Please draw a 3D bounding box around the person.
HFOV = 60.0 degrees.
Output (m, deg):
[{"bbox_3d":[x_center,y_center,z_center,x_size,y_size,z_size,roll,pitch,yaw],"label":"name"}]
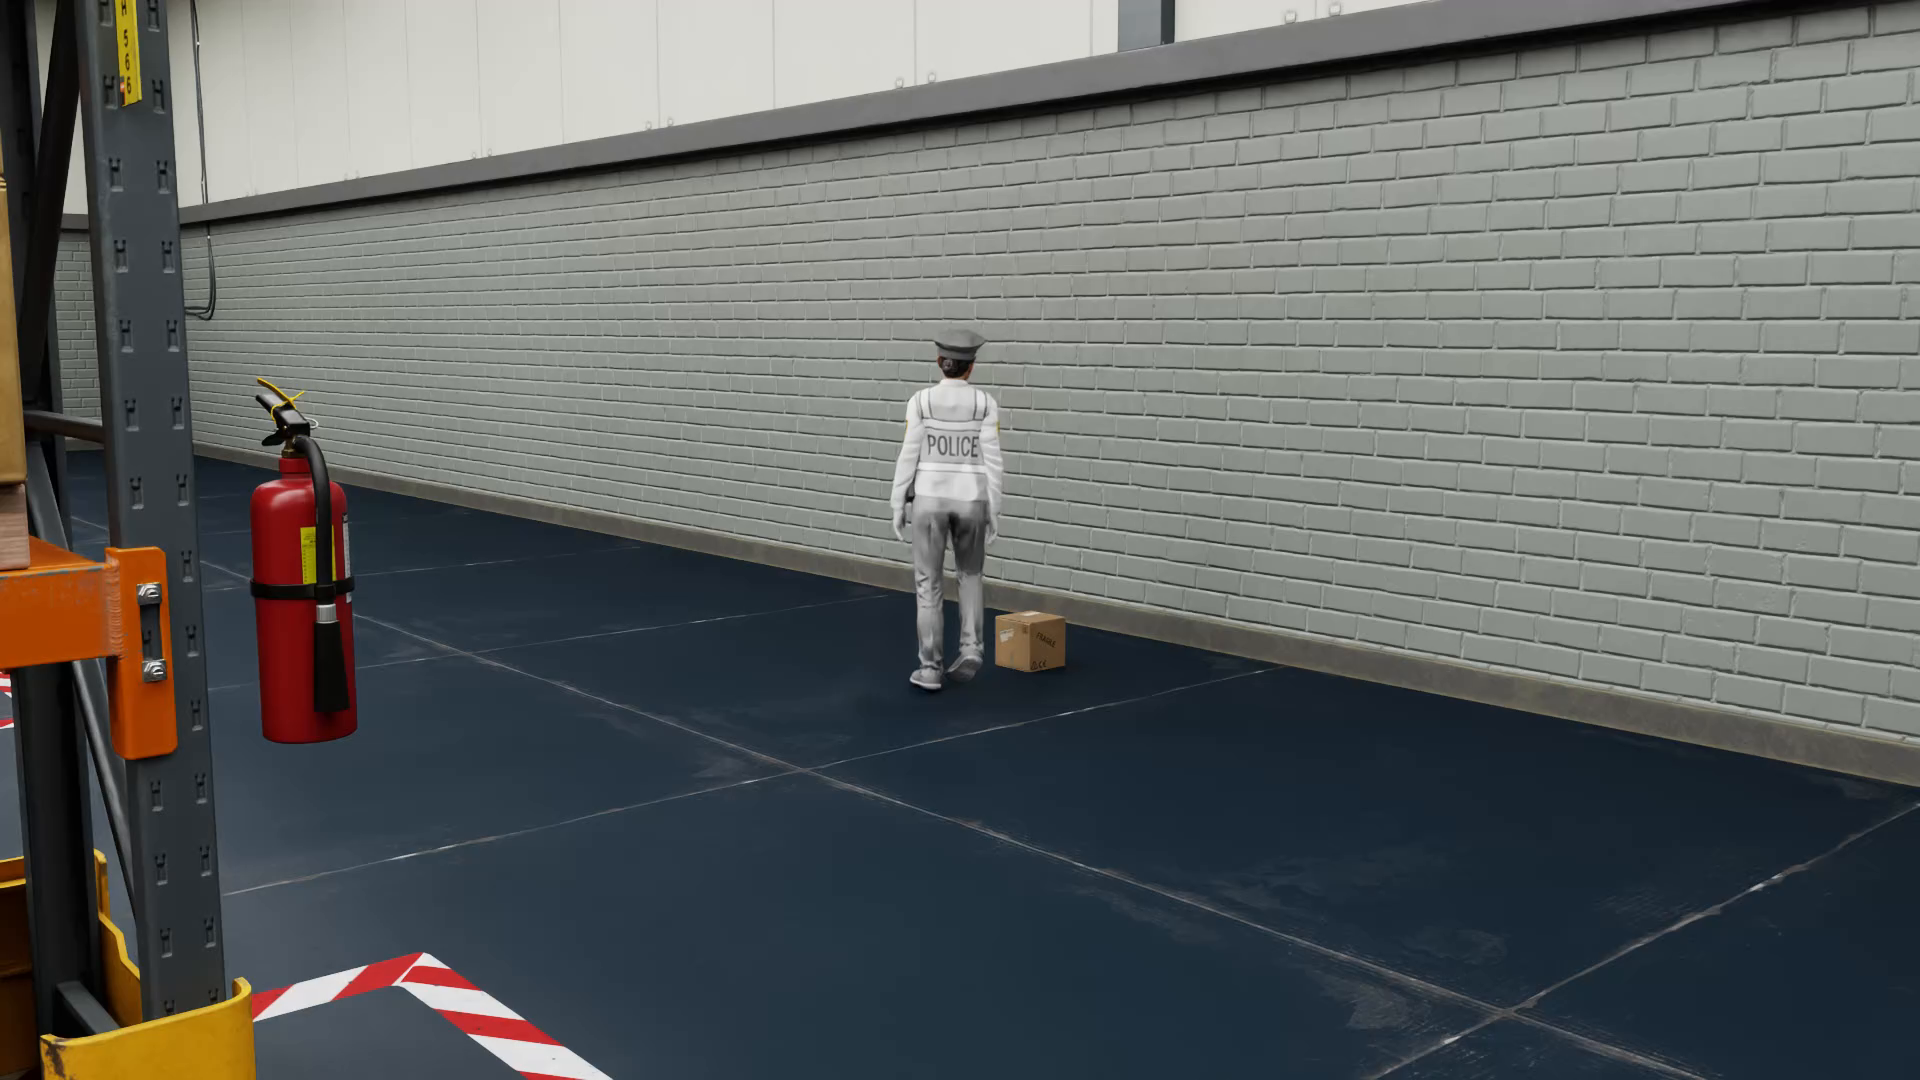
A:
[{"bbox_3d":[-0.065,-0.143,7.782,0.524,1.673,0.409,-1,8,-5],"label":"person"}]
